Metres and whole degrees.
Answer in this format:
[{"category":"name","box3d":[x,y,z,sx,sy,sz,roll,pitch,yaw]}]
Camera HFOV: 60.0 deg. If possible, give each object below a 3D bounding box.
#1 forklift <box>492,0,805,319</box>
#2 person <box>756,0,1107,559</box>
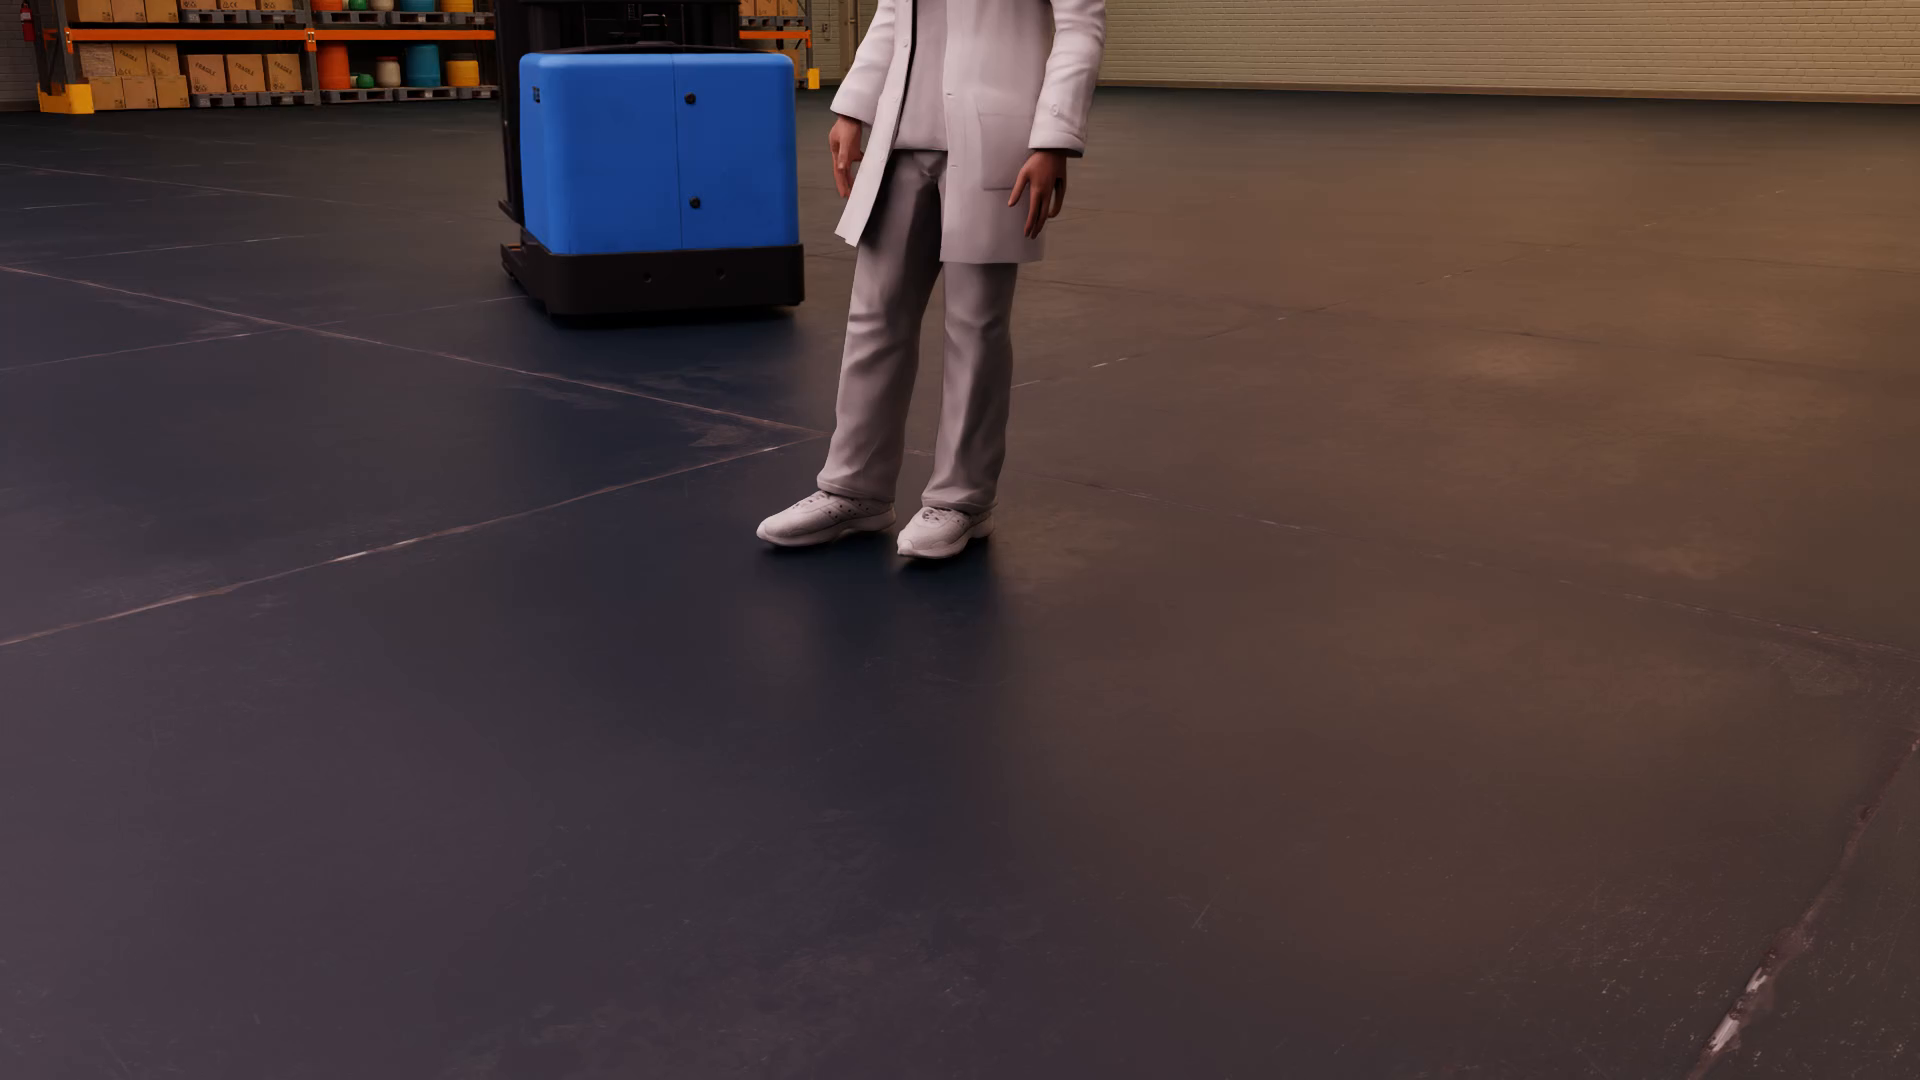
[{"category":"forklift","box3d":[-1.641,-2.691,7.758,1.130,2.935,3.031,-6,18,-19]},{"category":"person","box3d":[-0.061,-0.838,3.618,0.696,1.775,0.581,13,21,37]}]
